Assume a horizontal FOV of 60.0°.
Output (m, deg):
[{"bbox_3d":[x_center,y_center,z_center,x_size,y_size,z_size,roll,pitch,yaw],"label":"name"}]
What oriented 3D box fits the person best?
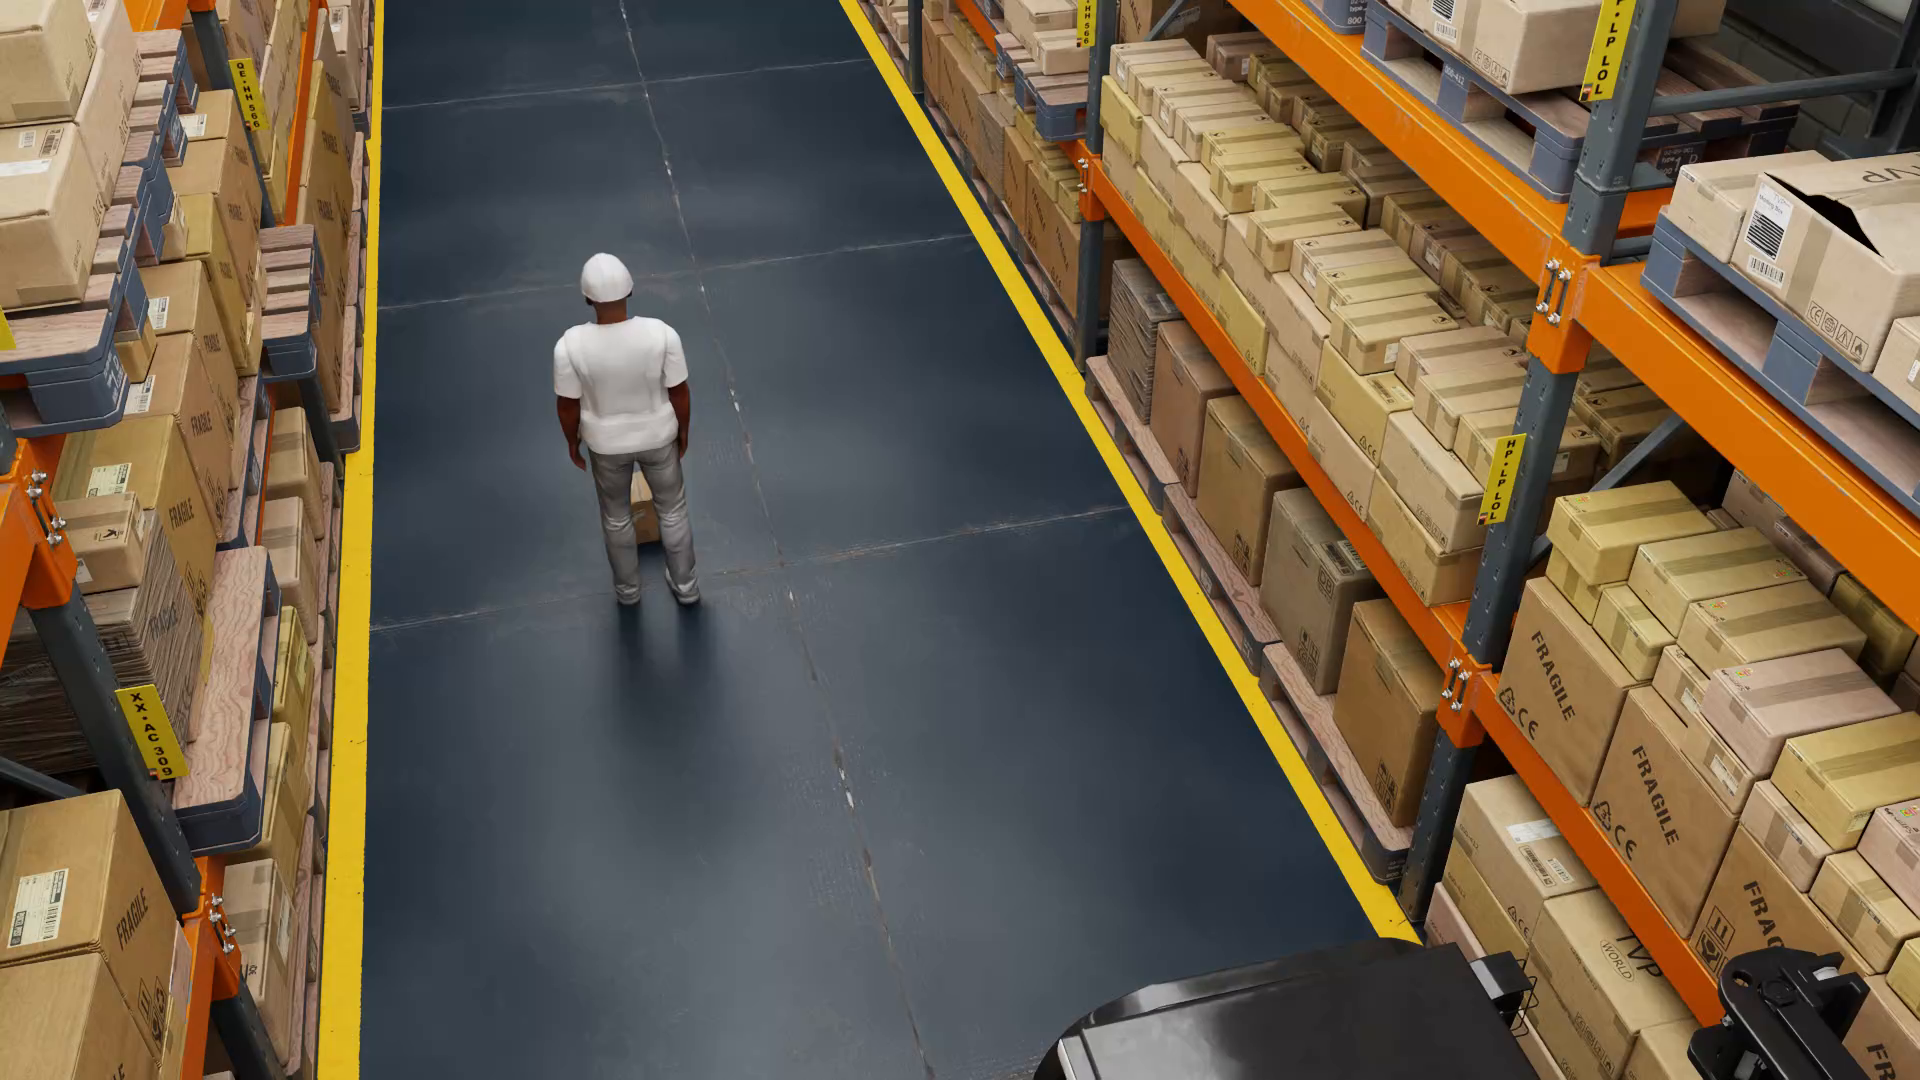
[{"bbox_3d":[-1.454,-0.461,7.305,0.565,1.782,0.387,-8,39,-10],"label":"person"}]
